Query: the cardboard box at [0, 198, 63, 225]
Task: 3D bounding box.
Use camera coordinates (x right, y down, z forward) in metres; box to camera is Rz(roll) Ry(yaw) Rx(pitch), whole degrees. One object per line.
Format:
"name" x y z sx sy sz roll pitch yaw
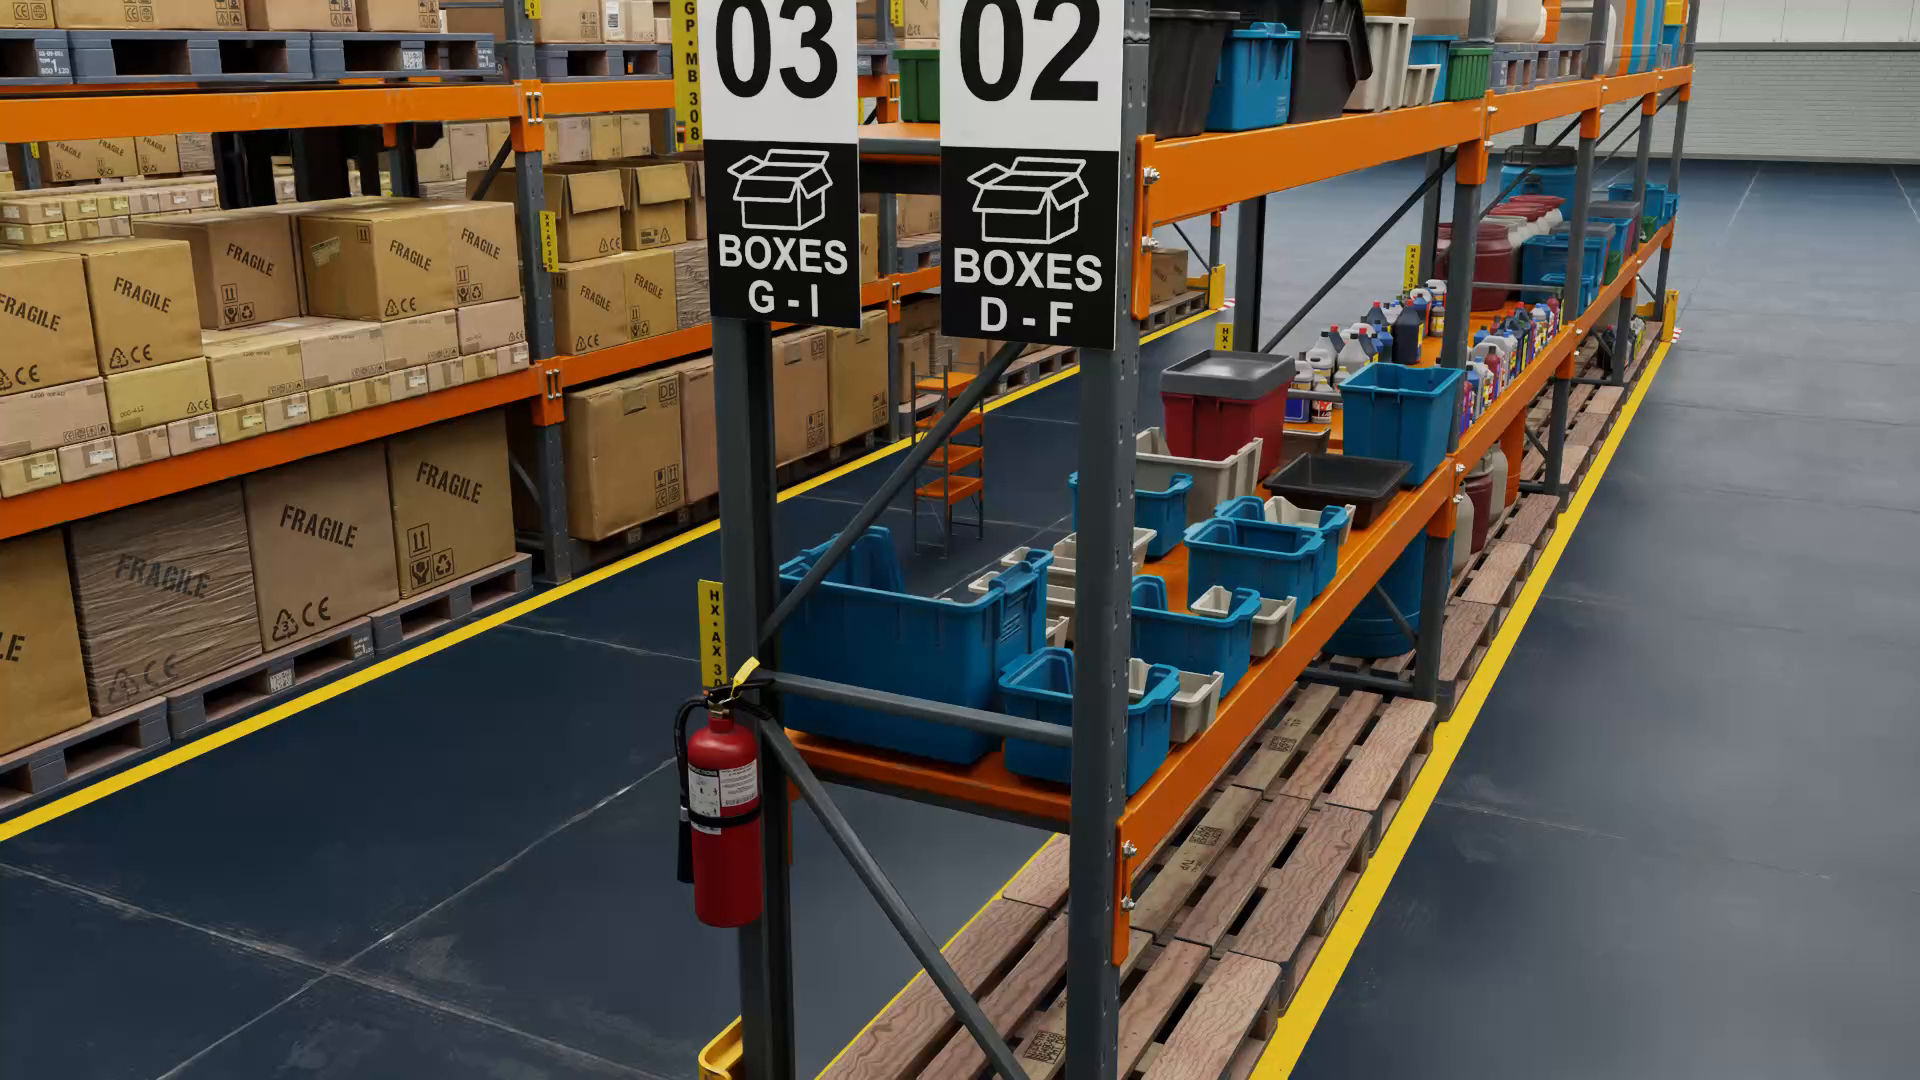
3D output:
"cardboard box" -6.545 -2.310 11.693 0.380 0.149 0.250 9 19 28

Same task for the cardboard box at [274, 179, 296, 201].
"cardboard box" -5.615 -2.845 13.492 0.380 0.149 0.250 8 18 25

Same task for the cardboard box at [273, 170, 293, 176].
"cardboard box" -5.843 -3.126 14.438 0.380 0.149 0.250 8 18 24

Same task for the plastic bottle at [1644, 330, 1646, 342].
"plastic bottle" 6.624 -2.018 16.193 0.097 0.201 0.097 0 17 0

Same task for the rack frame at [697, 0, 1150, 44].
"rack frame" -0.097 -2.472 3.044 1.000 3.000 0.127 8 18 25

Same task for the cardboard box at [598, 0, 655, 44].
"cardboard box" -2.170 -3.110 9.878 0.500 0.311 0.500 7 18 23

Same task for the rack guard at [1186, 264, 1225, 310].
"rack guard" 2.587 -3.085 20.032 1.175 0.500 0.348 8 18 25

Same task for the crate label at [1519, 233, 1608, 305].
"crate label" 4.163 -1.870 11.490 0.502 0.435 0.616 8 18 25

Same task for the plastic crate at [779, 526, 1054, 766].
"plastic crate" -0.115 0.249 4.252 0.616 0.435 0.499 8 18 25

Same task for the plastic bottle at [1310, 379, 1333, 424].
"plastic bottle" 1.697 -0.651 7.796 0.097 0.201 0.097 0 17 0

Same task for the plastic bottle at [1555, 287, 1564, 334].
"plastic bottle" 3.678 -1.421 10.246 0.061 0.283 0.133 8 18 25

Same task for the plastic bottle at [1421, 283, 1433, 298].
"plastic bottle" 2.919 -1.478 10.457 0.097 0.271 0.097 0 17 0

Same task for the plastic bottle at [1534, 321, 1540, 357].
"plastic bottle" 3.246 -1.147 9.468 0.097 0.201 0.097 0 17 0

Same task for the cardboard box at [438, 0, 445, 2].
"cardboard box" -4.819 -5.135 16.187 0.500 0.500 0.500 8 18 25

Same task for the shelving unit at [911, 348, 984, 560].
"shelving unit" -0.074 -0.533 10.212 0.258 1.200 0.503 8 18 25

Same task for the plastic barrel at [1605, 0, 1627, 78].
"plastic barrel" 4.039 -3.494 10.872 0.600 0.901 0.600 0 17 0

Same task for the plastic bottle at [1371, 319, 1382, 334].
"plastic bottle" 2.271 -1.069 9.083 0.097 0.271 0.097 0 17 0

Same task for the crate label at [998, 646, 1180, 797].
"crate label" 0.308 0.434 3.984 0.416 0.233 0.303 8 18 25

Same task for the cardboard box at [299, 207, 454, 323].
"cardboard box" -2.935 -1.398 8.386 0.500 0.500 0.500 8 18 26

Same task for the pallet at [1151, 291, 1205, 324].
"pallet" 2.193 -2.744 19.391 1.003 0.211 1.213 8 18 25

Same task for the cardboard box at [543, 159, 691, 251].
"cardboard box" -2.146 -2.112 10.428 0.797 0.503 0.637 8 18 26

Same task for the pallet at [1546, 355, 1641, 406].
"pallet" 5.602 -1.482 15.144 1.003 0.211 1.213 8 18 25

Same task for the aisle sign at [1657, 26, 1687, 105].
"aisle sign" 7.350 -4.899 17.184 0.394 0.787 0.004 8 18 25

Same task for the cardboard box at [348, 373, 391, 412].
"cardboard box" -3.043 -0.744 8.201 0.380 0.149 0.250 8 19 26

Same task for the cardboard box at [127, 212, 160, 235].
"cardboard box" -6.201 -2.366 12.404 0.380 0.149 0.250 7 18 23

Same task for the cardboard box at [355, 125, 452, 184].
"cardboard box" -5.136 -3.562 15.316 0.700 0.500 0.500 8 18 25

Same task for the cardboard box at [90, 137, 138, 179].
"cardboard box" -9.184 -4.136 17.746 0.500 0.500 0.500 9 19 28

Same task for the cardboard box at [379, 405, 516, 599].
"cardboard box" -3.107 -0.271 9.161 0.875 0.875 0.875 8 18 25

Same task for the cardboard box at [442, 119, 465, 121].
"cardboard box" -6.993 -5.695 21.975 0.700 0.500 0.500 8 18 25

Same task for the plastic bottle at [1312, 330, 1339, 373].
"plastic bottle" 1.808 -0.868 8.264 0.144 0.351 0.185 8 18 25

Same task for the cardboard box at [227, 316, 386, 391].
"cardboard box" -3.160 -0.908 8.055 0.500 0.250 0.500 9 19 26

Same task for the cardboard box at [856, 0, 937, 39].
"cardboard box" -0.513 -4.077 12.661 0.500 0.500 0.500 8 18 26

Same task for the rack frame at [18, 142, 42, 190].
"rack frame" -9.819 -3.525 17.125 1.000 3.000 0.127 8 18 25

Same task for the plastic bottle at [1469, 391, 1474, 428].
"plastic bottle" 2.331 -0.625 7.710 0.097 0.201 0.097 0 17 0

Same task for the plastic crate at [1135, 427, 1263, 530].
"plastic crate" 0.843 -0.222 6.106 0.437 0.282 0.530 8 18 25

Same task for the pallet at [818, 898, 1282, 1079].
"pallet" 0.306 1.535 4.986 1.003 0.211 1.213 8 18 25

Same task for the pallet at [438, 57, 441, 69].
"pallet" -5.105 -4.439 15.266 1.213 0.211 1.003 9 19 28

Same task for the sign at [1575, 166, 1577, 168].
"sign" 6.562 -3.876 17.819 0.100 0.325 0.005 8 18 25

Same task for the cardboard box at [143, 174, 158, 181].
"cardboard box" -9.008 -3.936 18.211 0.380 0.149 0.250 9 19 29

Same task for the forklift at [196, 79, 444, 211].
"forklift" -4.263 -1.871 11.675 1.130 2.935 3.031 8 18 25

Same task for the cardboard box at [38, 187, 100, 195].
"cardboard box" -6.775 -2.597 12.657 0.380 0.149 0.250 8 18 25

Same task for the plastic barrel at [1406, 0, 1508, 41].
"plastic barrel" 2.150 -2.422 7.166 0.433 0.535 0.433 0 17 0

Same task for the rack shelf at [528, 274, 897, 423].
"rack shelf" -1.847 -1.410 11.268 1.077 0.370 4.000 8 18 25

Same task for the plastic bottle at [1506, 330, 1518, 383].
"plastic bottle" 2.875 -0.969 8.745 0.097 0.271 0.097 0 17 0

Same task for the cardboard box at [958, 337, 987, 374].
"cardboard box" -0.188 -1.739 14.727 0.700 0.500 0.500 10 19 30

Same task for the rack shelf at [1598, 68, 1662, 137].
"rack shelf" 4.371 -3.237 12.149 1.077 0.370 4.000 8 18 25

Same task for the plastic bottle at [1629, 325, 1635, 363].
"plastic bottle" 6.081 -1.795 15.180 0.144 0.351 0.185 7 18 23

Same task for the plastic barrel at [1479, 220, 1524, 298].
"plastic barrel" 3.746 -1.977 11.717 0.421 0.512 0.421 0 17 0

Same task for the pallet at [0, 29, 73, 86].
"pallet" -4.206 -1.813 6.246 1.003 0.211 1.213 8 18 25

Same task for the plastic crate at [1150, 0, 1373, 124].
"plastic crate" 0.831 -1.359 4.672 0.504 0.338 0.767 8 18 25
